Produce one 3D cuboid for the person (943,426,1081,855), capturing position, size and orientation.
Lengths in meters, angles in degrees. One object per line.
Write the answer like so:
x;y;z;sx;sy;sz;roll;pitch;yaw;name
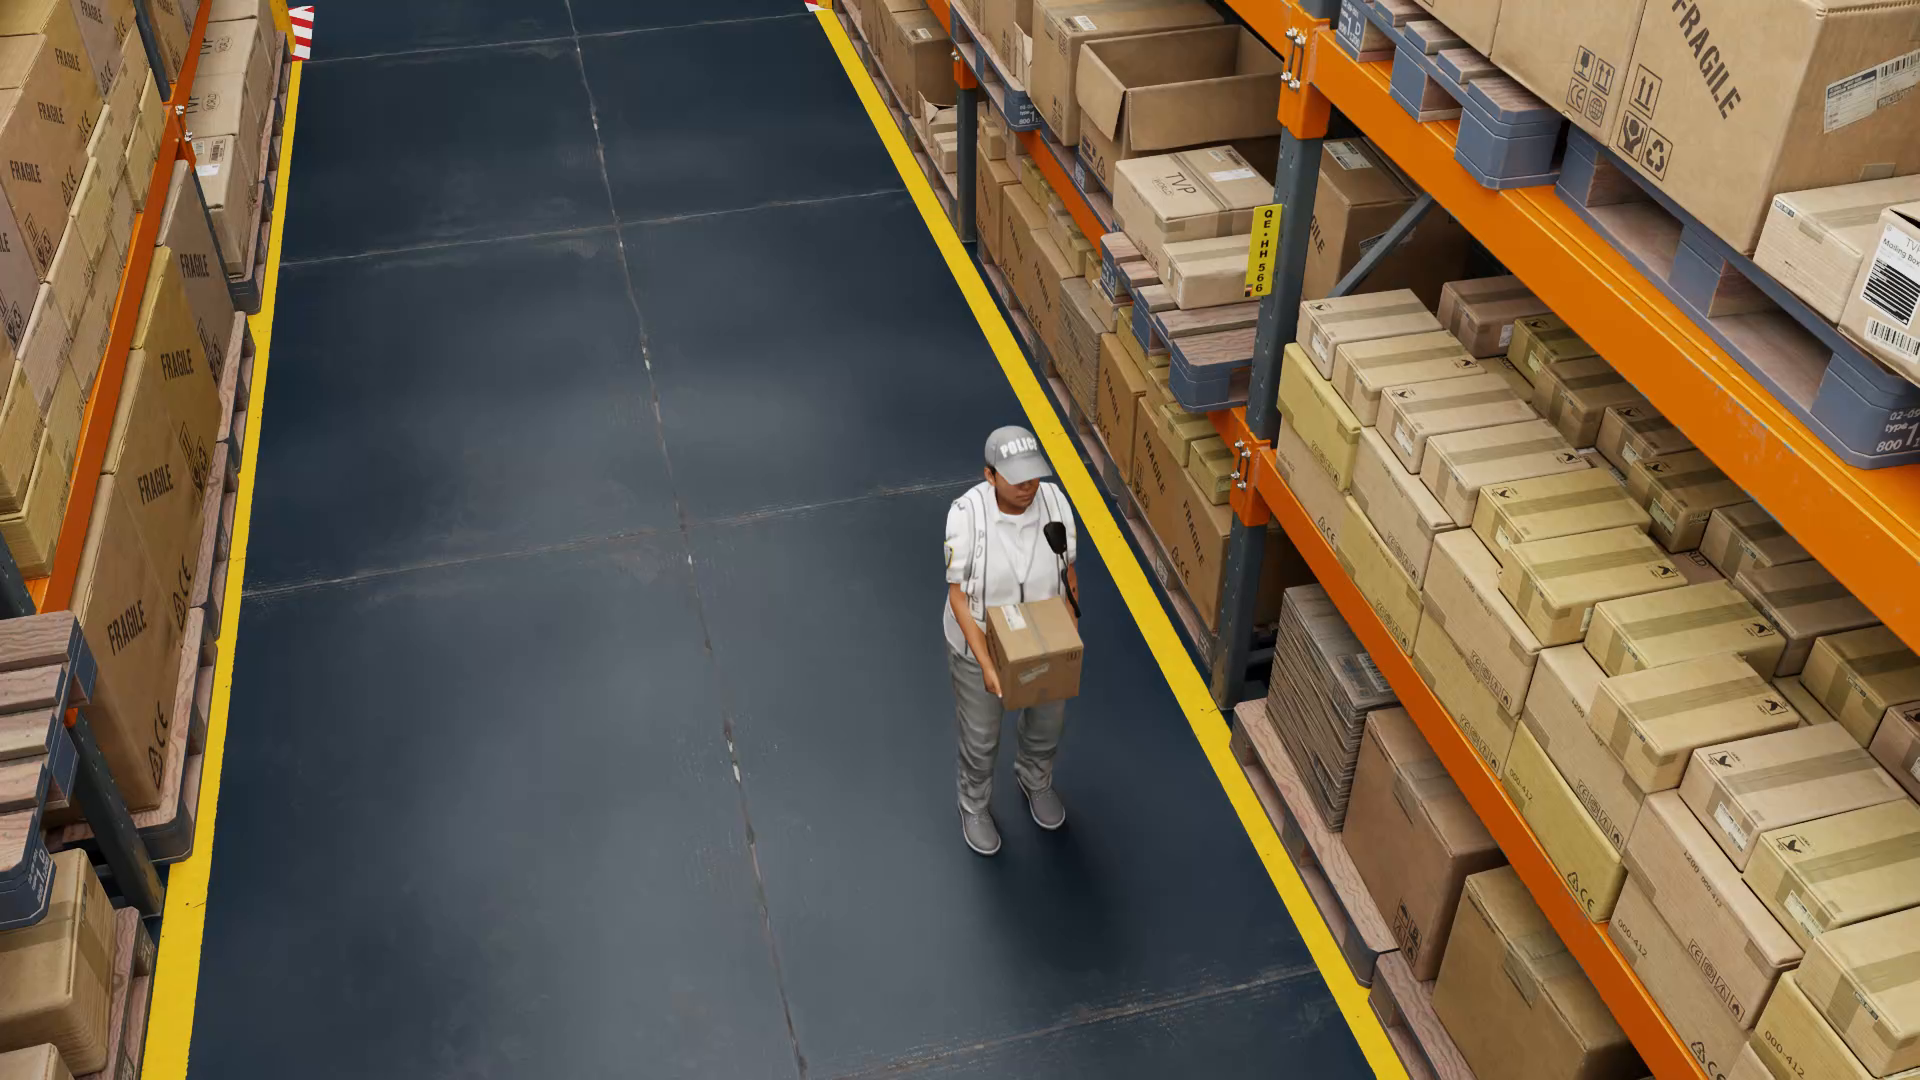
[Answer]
0.191;0.381;5.678;0.453;1.653;0.541;-11;40;-13;person
